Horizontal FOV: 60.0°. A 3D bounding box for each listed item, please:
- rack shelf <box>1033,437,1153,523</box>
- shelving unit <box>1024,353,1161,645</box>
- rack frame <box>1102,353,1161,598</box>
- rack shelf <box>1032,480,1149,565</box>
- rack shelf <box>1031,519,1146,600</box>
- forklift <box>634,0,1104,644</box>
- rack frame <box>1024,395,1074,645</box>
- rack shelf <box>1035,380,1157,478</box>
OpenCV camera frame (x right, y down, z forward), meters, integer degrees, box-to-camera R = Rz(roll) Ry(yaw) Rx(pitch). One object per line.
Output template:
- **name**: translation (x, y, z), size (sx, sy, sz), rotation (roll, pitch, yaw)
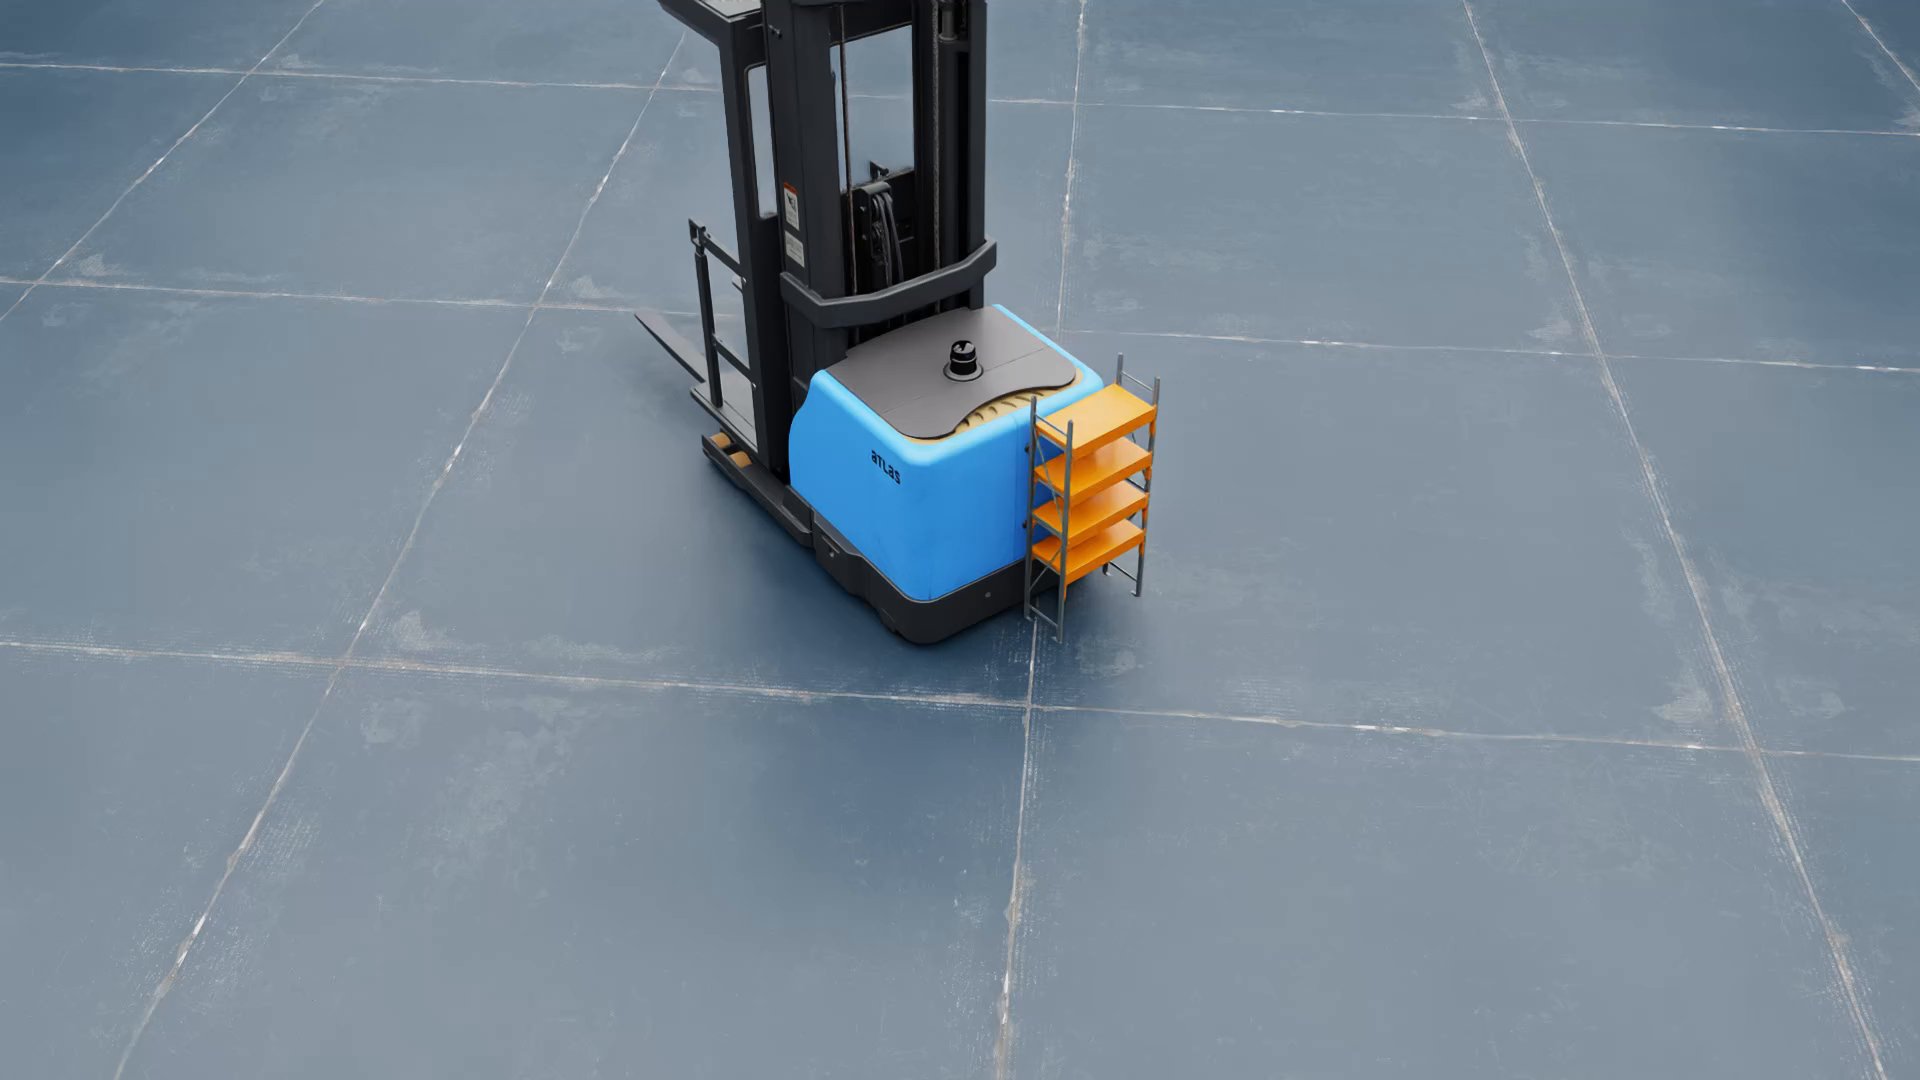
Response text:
- **rack shelf**: translation (0.557, -0.282, 7.069), size (0.480, 0.148, 0.258), rotation (-28, 47, -30)
- **shelving unit**: translation (0.557, -0.161, 7.168), size (0.503, 1.200, 0.258), rotation (-28, 47, -30)
- **rack frame**: translation (0.744, -0.260, 7.289), size (0.015, 1.200, 0.240), rotation (-28, 47, -30)
- **rack shelf**: translation (0.557, -0.109, 7.210), size (0.480, 0.148, 0.258), rotation (-28, 47, -30)
- **rack shelf**: translation (0.557, 0.045, 7.336), size (0.480, 0.148, 0.258), rotation (-28, 47, -30)
- **forklift**: translation (-0.636, -1.570, 7.527), size (1.130, 2.935, 3.031), rotation (-24, 45, -27)
- **rack frame**: translation (0.370, -0.062, 7.047), size (0.015, 1.200, 0.240), rotation (-28, 47, -30)
- **rack shelf**: translation (0.557, -0.466, 6.920), size (0.480, 0.148, 0.258), rotation (-28, 47, -30)
